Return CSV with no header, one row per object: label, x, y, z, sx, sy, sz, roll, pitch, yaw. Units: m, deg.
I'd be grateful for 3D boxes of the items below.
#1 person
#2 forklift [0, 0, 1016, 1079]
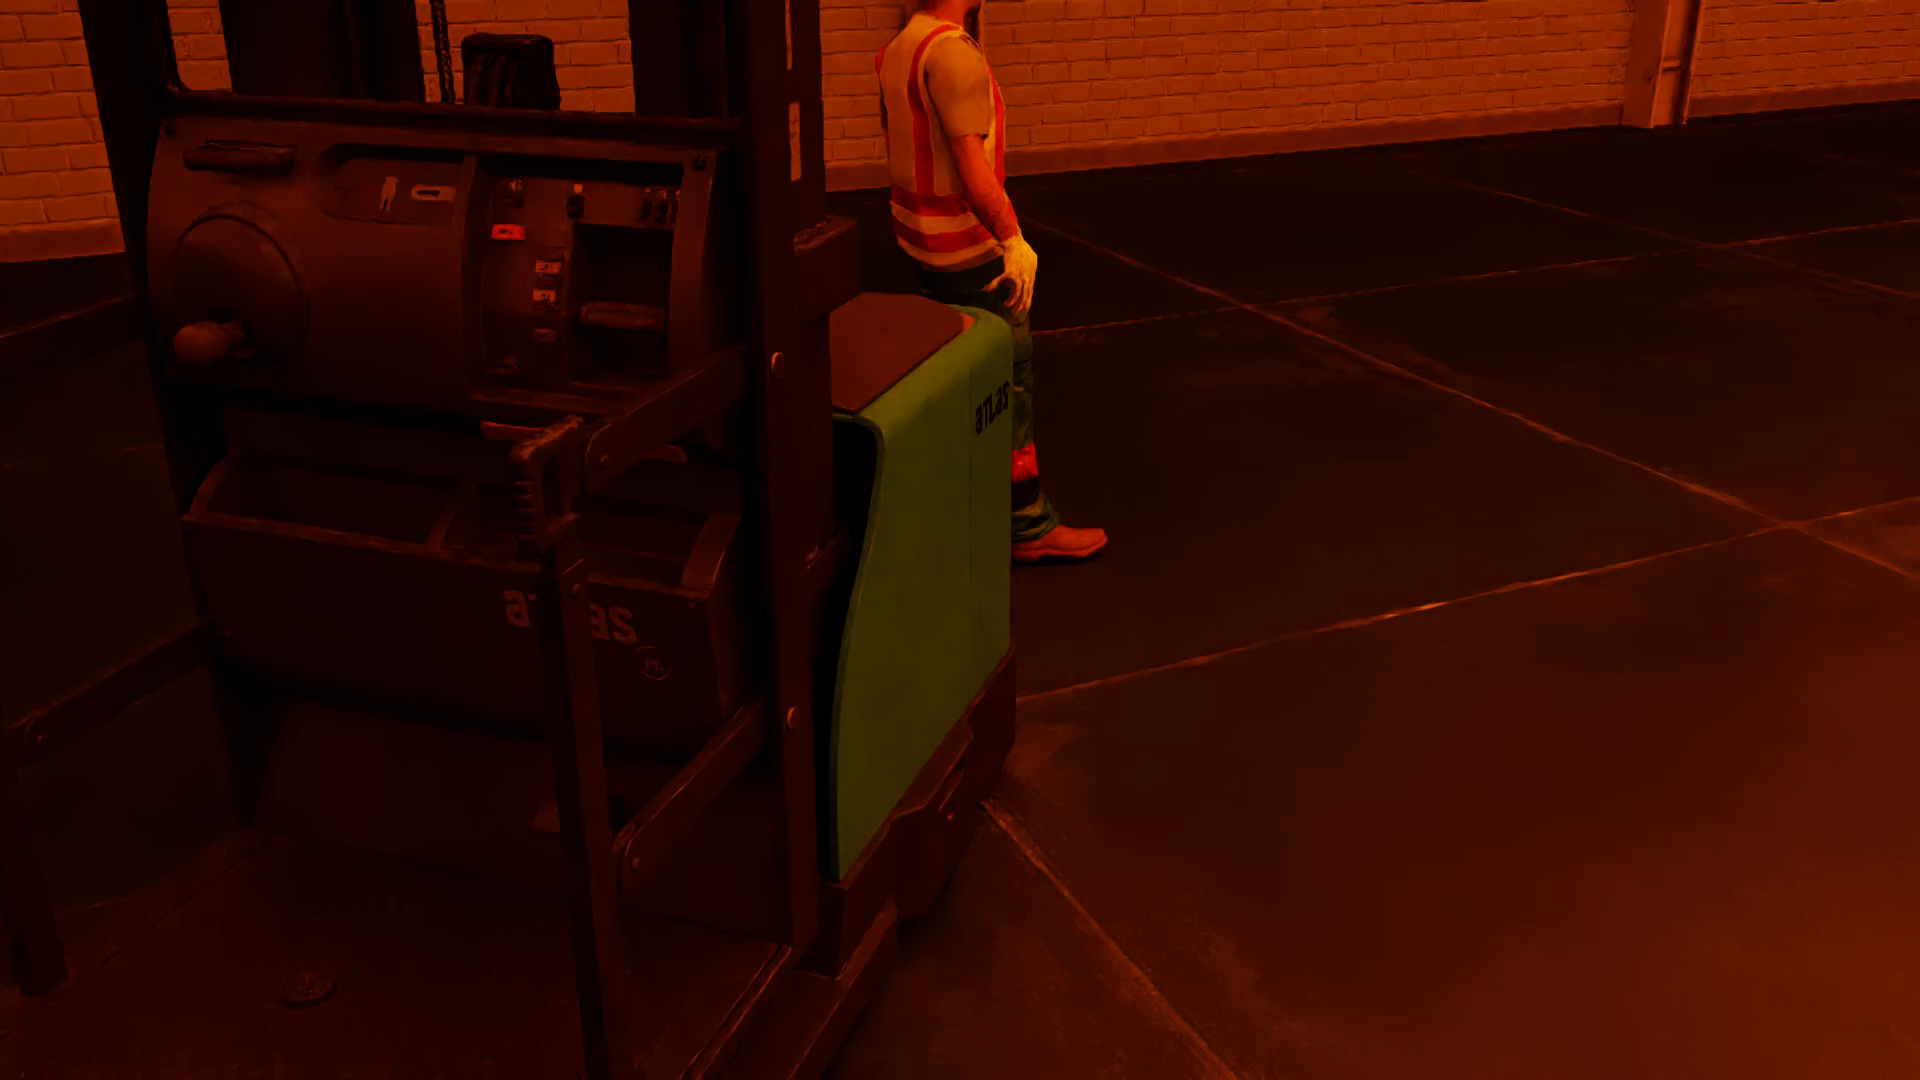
person,0.077,-0.842,4.783,0.563,1.787,0.637,-10,25,-23
forklift,-0.840,-0.375,2.189,1.130,2.935,3.031,8,24,18
